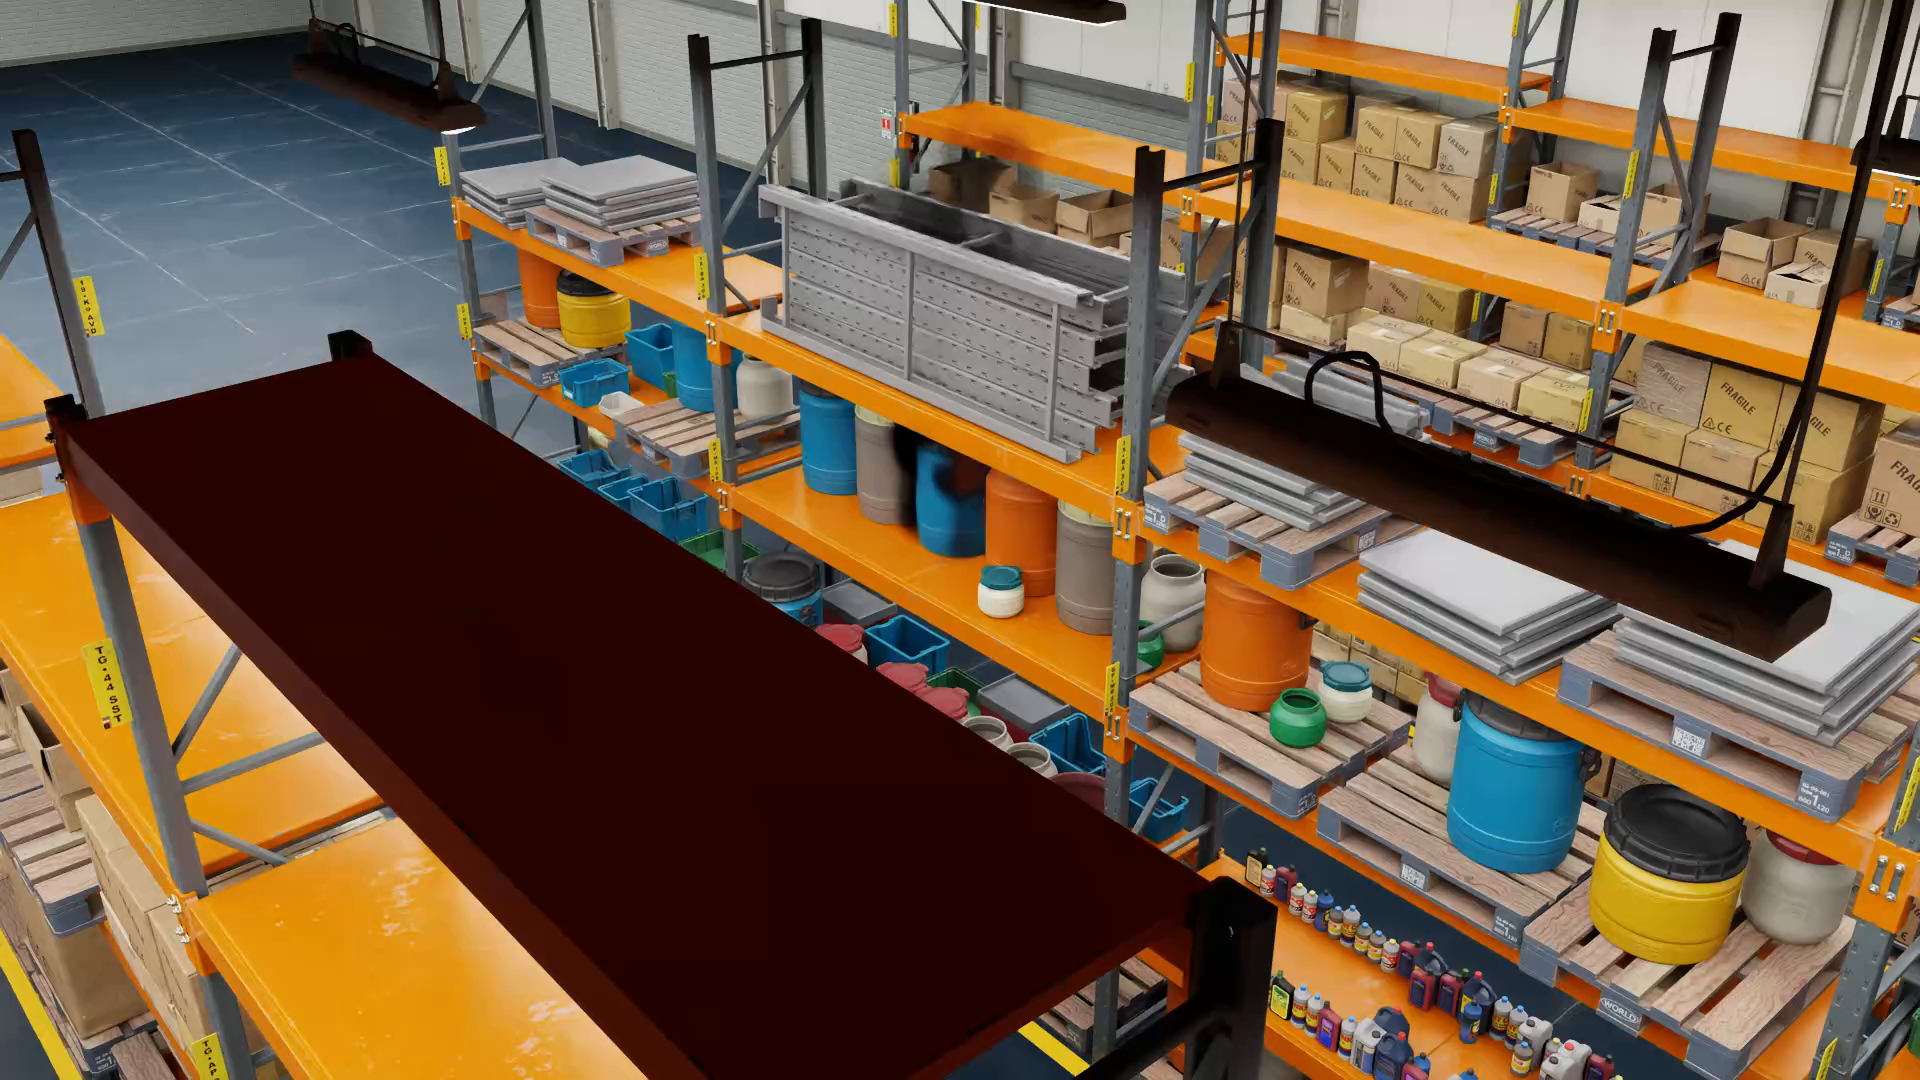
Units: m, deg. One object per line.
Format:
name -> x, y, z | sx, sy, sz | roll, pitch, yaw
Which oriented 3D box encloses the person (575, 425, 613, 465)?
person -> -3.657, -0.674, 17.125 | 0.852, 1.682, 0.586 | 3, 27, 6
